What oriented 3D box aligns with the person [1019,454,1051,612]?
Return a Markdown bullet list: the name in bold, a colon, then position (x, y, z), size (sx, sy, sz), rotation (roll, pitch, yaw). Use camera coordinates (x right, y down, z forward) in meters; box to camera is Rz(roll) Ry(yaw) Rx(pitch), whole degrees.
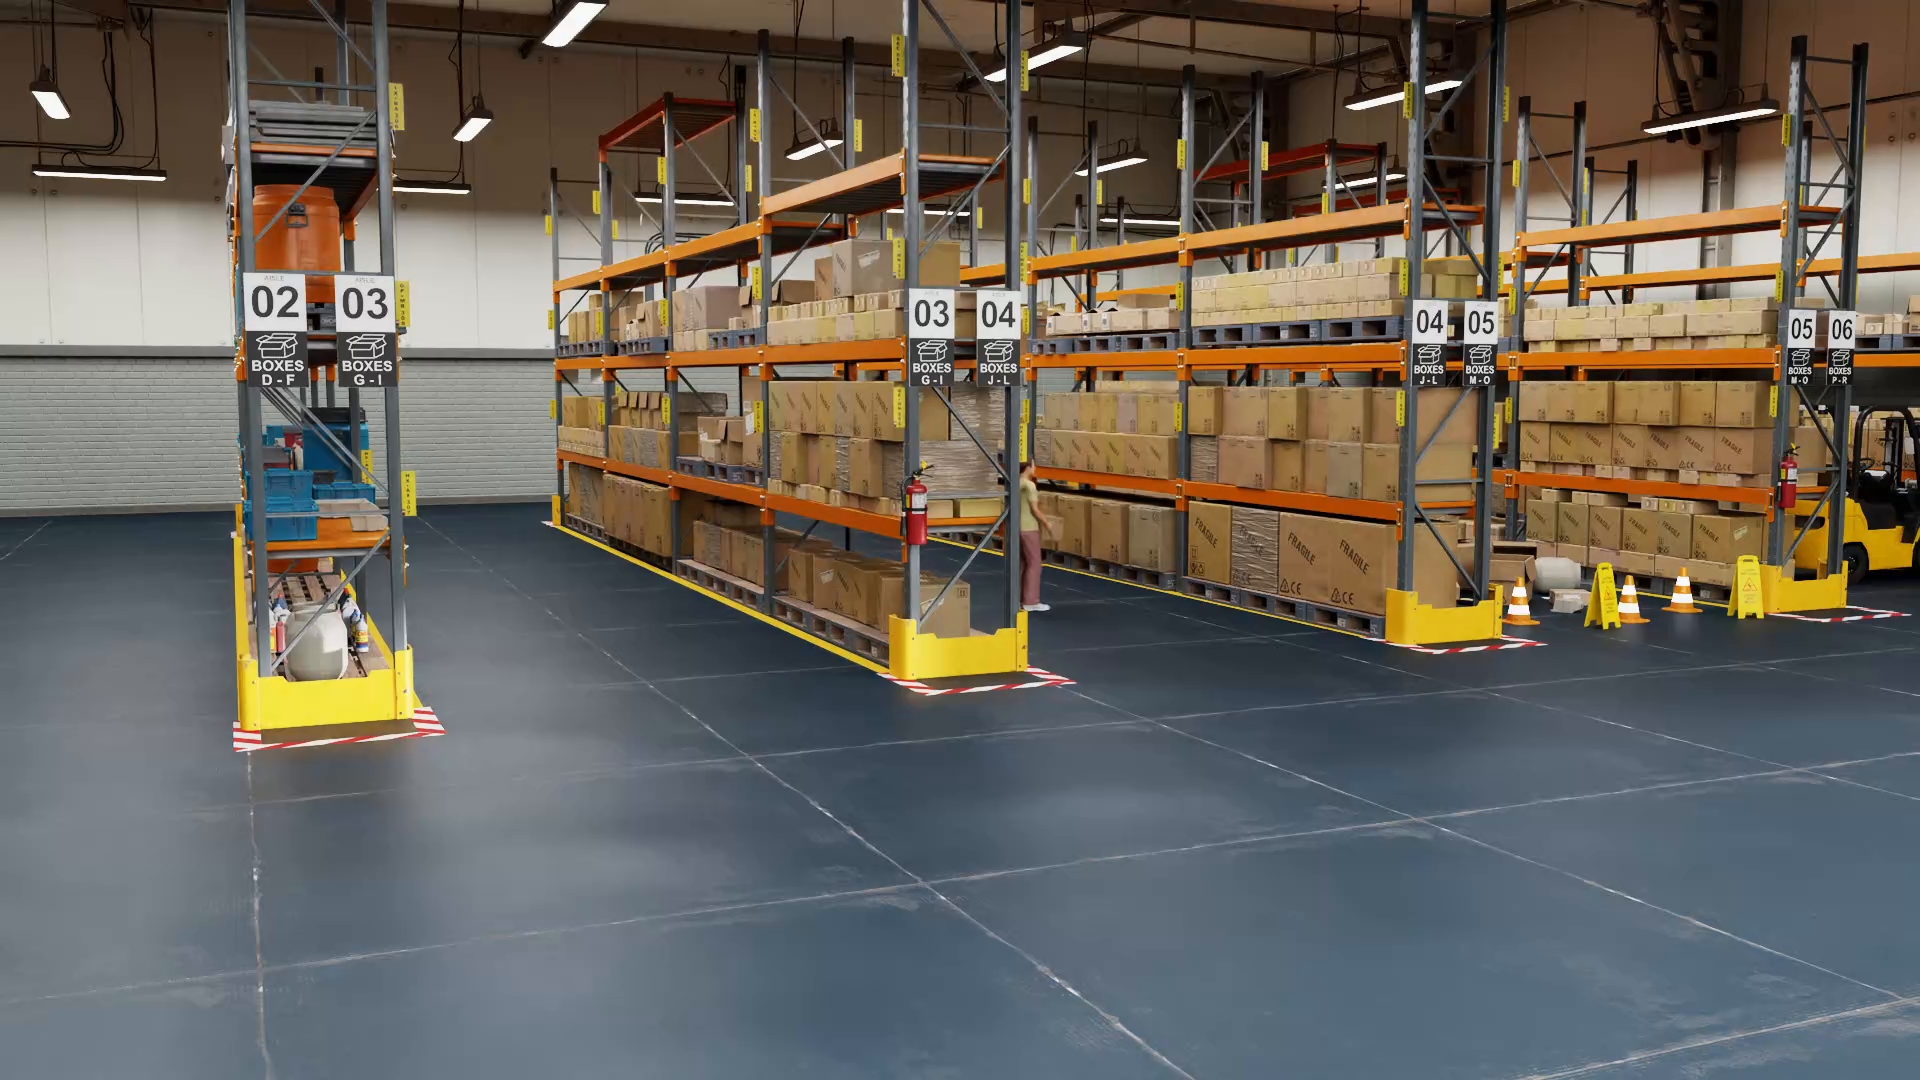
- **person**: position (0.724, -0.083, 17.841), size (0.366, 1.671, 0.511), rotation (-3, 6, -27)
